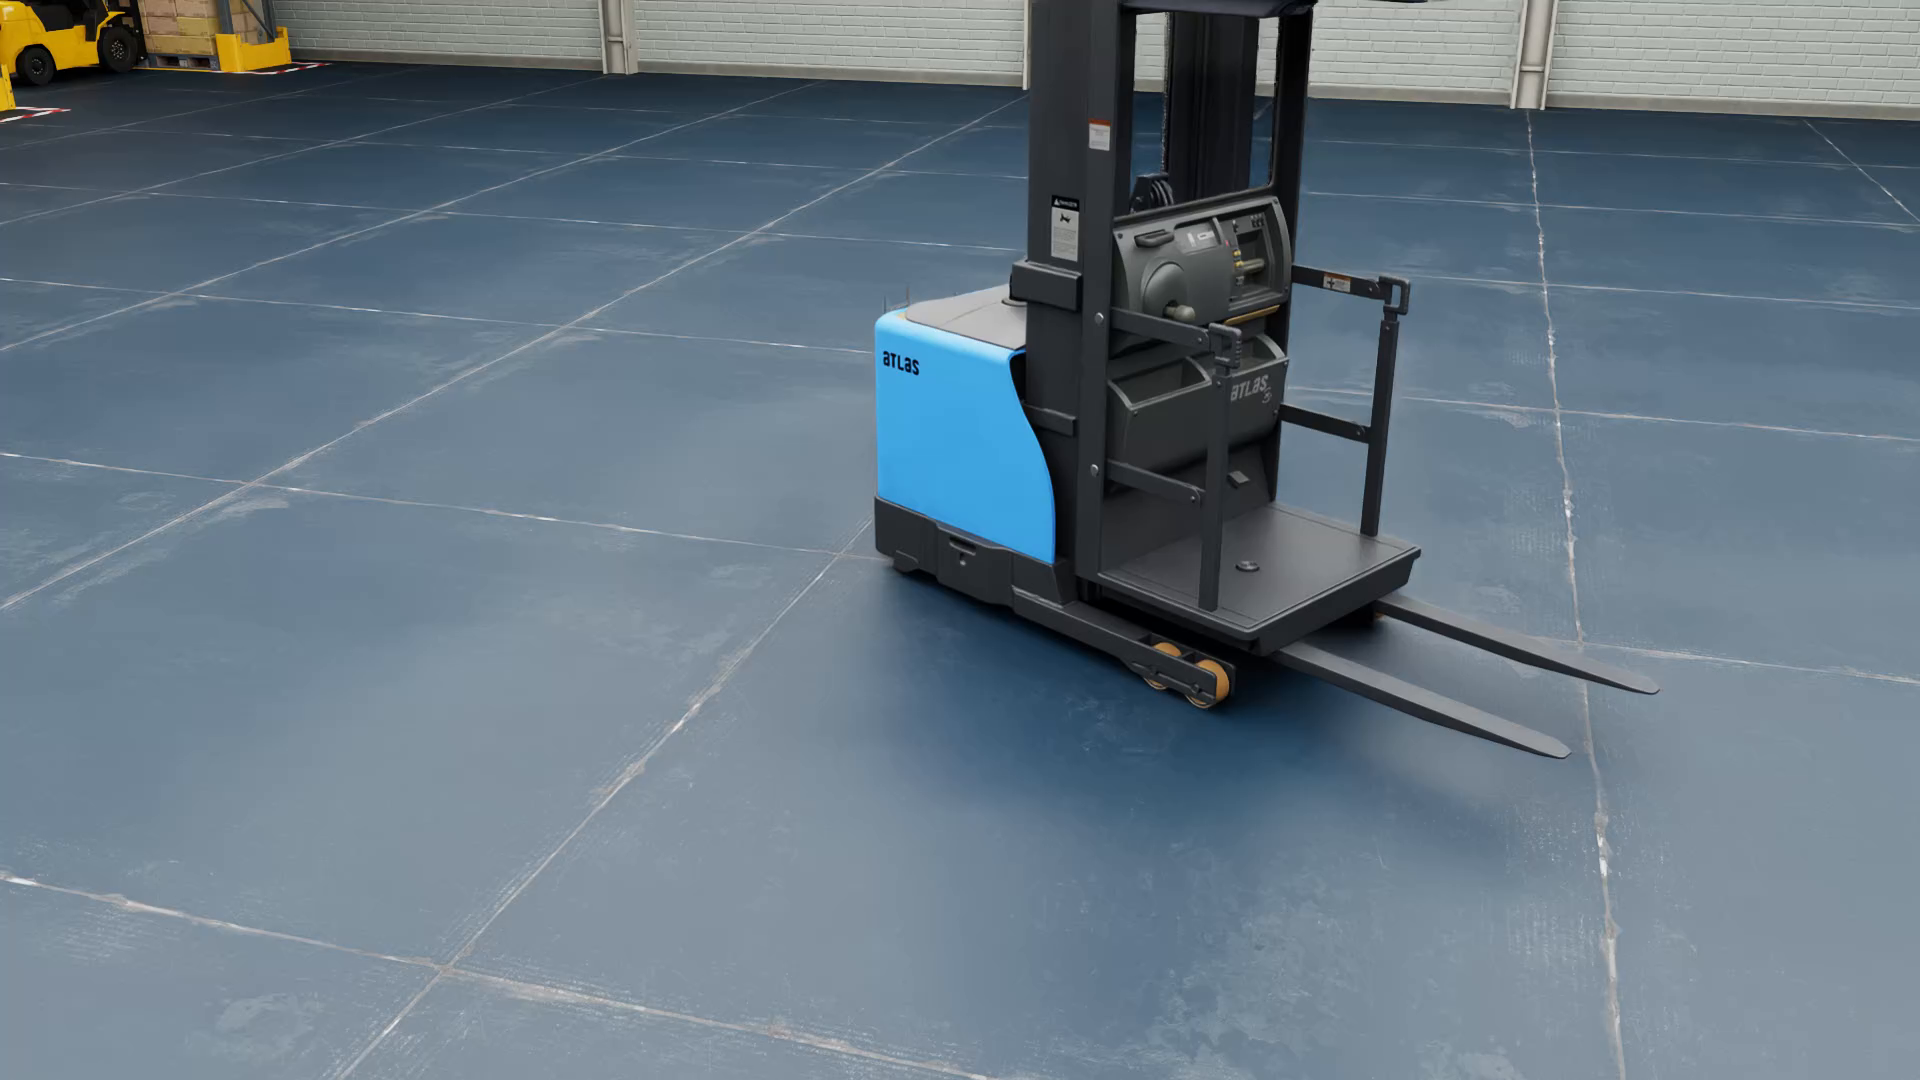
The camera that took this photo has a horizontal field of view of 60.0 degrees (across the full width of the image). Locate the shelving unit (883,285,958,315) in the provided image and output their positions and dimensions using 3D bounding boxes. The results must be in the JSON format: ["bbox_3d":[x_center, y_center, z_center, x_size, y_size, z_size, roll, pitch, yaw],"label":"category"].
[{"bbox_3d":[-0.166,-0.559,7.250,0.252,1.050,0.215,13,26,29],"label":"shelving unit"}]

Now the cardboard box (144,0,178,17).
[{"bbox_3d":[-11.066,-7.508,23.373,0.500,0.250,0.500,7,23,16],"label":"cardboard box"}]

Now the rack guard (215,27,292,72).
[{"bbox_3d":[-10.021,-6.973,23.611,0.348,0.500,1.175,7,23,16],"label":"rack guard"}]

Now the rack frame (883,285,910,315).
[{"bbox_3d":[-0.270,-0.584,7.309,0.008,1.050,0.200,13,26,29],"label":"rack frame"}]

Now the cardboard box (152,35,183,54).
[{"bbox_3d":[-11.059,-7.049,23.572,0.500,0.250,0.500,7,23,15],"label":"cardboard box"}]

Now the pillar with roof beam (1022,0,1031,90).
[{"bbox_3d":[-0.205,-8.432,15.968,0.400,9.000,9.100,7,23,16],"label":"pillar with roof beam"}]

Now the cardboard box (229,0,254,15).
[{"bbox_3d":[-10.450,-7.638,23.691,0.500,0.250,0.500,6,23,15],"label":"cardboard box"}]

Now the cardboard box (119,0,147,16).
[{"bbox_3d":[-11.552,-7.560,23.499,0.500,0.250,0.500,7,23,16],"label":"cardboard box"}]

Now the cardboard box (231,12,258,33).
[{"bbox_3d":[-10.434,-7.413,23.799,0.500,0.250,0.500,7,23,16],"label":"cardboard box"}]

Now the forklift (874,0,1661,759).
[{"bbox_3d":[1.027,-0.987,5.813,1.130,2.935,3.031,-20,30,-40],"label":"forklift"}]

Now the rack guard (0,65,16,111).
[{"bbox_3d":[-11.547,-5.180,19.240,0.348,0.500,1.175,7,23,16],"label":"rack guard"}]

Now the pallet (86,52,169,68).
[{"bbox_3d":[-11.953,-7.045,24.167,1.213,0.211,1.003,7,23,15],"label":"pallet"}]

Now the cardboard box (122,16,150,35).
[{"bbox_3d":[-11.578,-7.333,23.606,0.500,0.250,0.500,6,23,14],"label":"cardboard box"}]

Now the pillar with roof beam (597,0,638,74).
[{"bbox_3d":[-5.950,-9.090,17.572,0.400,9.000,9.100,7,23,16],"label":"pillar with roof beam"}]

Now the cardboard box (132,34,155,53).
[{"bbox_3d":[-11.535,-7.107,23.713,0.500,0.250,0.500,7,23,16],"label":"cardboard box"}]

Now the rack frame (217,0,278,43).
[{"bbox_3d":[-10.044,-8.132,23.143,0.127,3.000,1.000,7,23,16],"label":"rack frame"}]

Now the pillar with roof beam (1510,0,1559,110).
[{"bbox_3d":[5.539,-7.774,14.365,0.400,9.000,9.100,7,23,16],"label":"pillar with roof beam"}]

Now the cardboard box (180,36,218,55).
[{"bbox_3d":[-10.585,-6.991,23.430,0.500,0.250,0.500,7,23,16],"label":"cardboard box"}]

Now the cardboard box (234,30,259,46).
[{"bbox_3d":[-10.458,-7.179,23.889,0.500,0.250,0.500,7,23,16],"label":"cardboard box"}]

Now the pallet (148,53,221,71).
[{"bbox_3d":[-10.788,-6.911,23.839,1.213,0.211,1.003,7,23,16],"label":"pallet"}]

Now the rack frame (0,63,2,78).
[{"bbox_3d":[-11.474,-6.328,18.745,0.127,3.000,1.000,7,23,16],"label":"rack frame"}]

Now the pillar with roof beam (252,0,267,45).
[{"bbox_3d":[-11.694,-9.747,19.175,0.400,9.000,9.100,7,23,16],"label":"pillar with roof beam"}]

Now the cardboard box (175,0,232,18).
[{"bbox_3d":[-10.575,-7.454,23.242,0.500,0.250,0.500,7,23,17],"label":"cardboard box"}]

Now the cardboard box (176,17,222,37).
[{"bbox_3d":[-10.600,-7.225,23.343,0.500,0.250,0.500,6,23,15],"label":"cardboard box"}]

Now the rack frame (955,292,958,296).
[{"bbox_3d":[-0.062,-0.535,7.191,0.008,1.050,0.200,13,26,29],"label":"rack frame"}]

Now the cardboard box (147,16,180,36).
[{"bbox_3d":[-11.077,-7.284,23.487,0.500,0.250,0.500,6,23,15],"label":"cardboard box"}]

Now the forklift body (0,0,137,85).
[{"bbox_3d":[-12.387,-7.284,22.194,1.214,2.155,2.313,7,23,16],"label":"forklift body"}]
